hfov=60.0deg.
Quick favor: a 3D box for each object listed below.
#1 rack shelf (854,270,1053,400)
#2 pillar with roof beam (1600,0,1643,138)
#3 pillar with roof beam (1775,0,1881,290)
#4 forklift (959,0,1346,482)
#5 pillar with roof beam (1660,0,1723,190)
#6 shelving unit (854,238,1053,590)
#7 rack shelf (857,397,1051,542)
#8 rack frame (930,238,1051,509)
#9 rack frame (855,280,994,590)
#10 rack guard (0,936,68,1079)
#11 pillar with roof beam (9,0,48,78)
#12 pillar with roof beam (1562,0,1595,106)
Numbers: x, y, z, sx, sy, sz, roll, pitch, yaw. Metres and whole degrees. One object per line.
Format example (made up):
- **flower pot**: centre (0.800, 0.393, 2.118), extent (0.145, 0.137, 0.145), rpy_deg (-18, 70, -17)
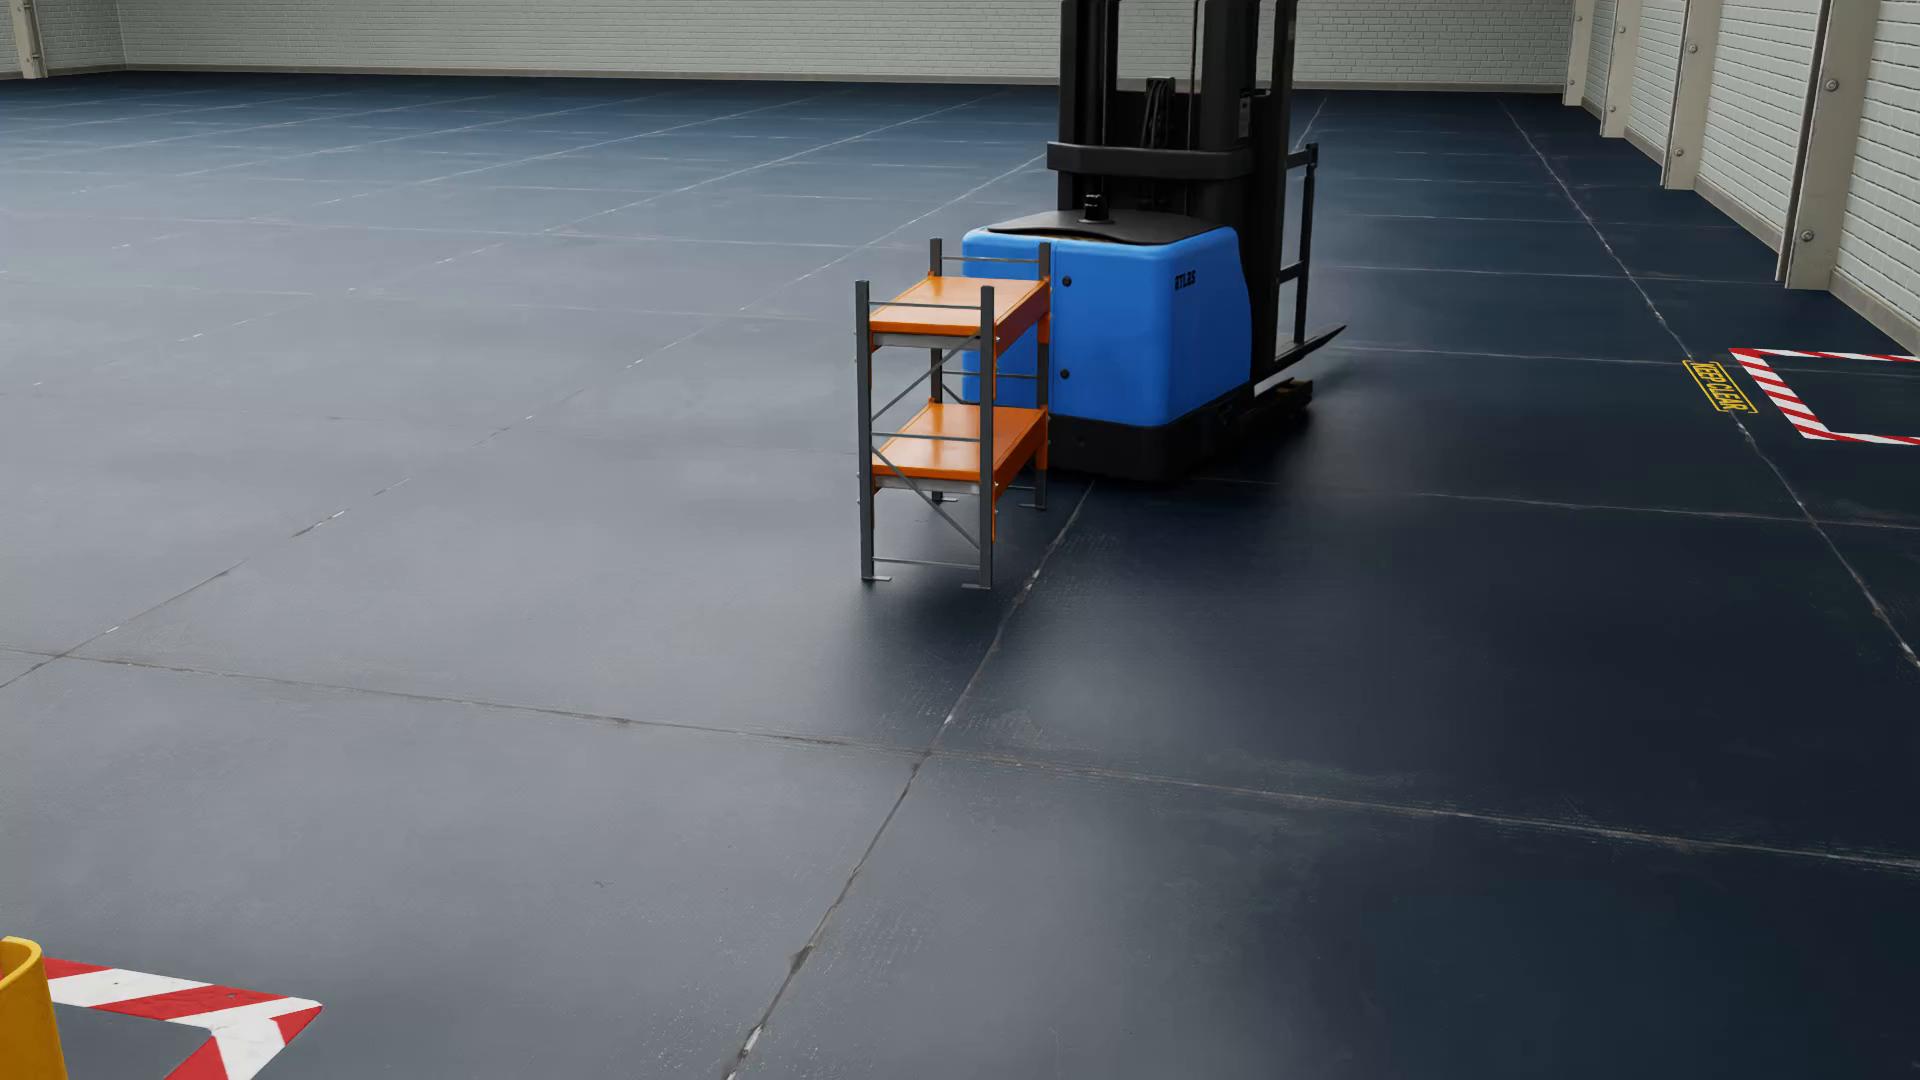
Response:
- **rack shelf**: centre (-0.002, -0.807, 6.405), extent (0.538, 0.278, 1.000), rpy_deg (5, 19, 13)
- **pillar with roof beam**: centre (4.918, -10.224, 22.698), extent (9.100, 9.000, 0.400), rpy_deg (5, 19, 13)
- **pillar with roof beam**: centre (1.986, -6.463, 11.687), extent (9.100, 9.000, 0.400), rpy_deg (5, 19, 13)
- **forklift**: centre (1.181, -2.068, 8.206), extent (1.130, 2.935, 3.031), rpy_deg (11, 22, 29)
- **pillar with roof beam**: centre (3.452, -8.343, 17.192), extent (9.100, 9.000, 0.400), rpy_deg (5, 19, 13)
- **shelving unit**: centre (-0.002, -0.530, 6.500), extent (0.538, 1.125, 1.048), rpy_deg (5, 19, 13)
- **rack shelf**: centre (-0.002, -0.299, 6.579), extent (0.538, 0.278, 1.000), rpy_deg (5, 19, 13)
- **rack frame**: centre (0.123, -0.690, 6.966), extent (0.500, 1.125, 0.032), rpy_deg (5, 19, 13)
- **rack frame**: centre (-0.126, -0.371, 6.033), extent (0.500, 1.125, 0.032), rpy_deg (5, 19, 13)
- **rack guard**: centre (-2.237, 0.975, 3.060), extent (1.175, 0.500, 0.348), rpy_deg (5, 19, 13)
- **pillar with roof beam**: centre (-15.812, -13.912, 33.497), extent (9.100, 9.000, 0.400), rpy_deg (5, 19, 13)
- **pillar with roof beam**: centre (6.384, -12.105, 28.204), extent (9.100, 9.000, 0.400), rpy_deg (5, 19, 13)
